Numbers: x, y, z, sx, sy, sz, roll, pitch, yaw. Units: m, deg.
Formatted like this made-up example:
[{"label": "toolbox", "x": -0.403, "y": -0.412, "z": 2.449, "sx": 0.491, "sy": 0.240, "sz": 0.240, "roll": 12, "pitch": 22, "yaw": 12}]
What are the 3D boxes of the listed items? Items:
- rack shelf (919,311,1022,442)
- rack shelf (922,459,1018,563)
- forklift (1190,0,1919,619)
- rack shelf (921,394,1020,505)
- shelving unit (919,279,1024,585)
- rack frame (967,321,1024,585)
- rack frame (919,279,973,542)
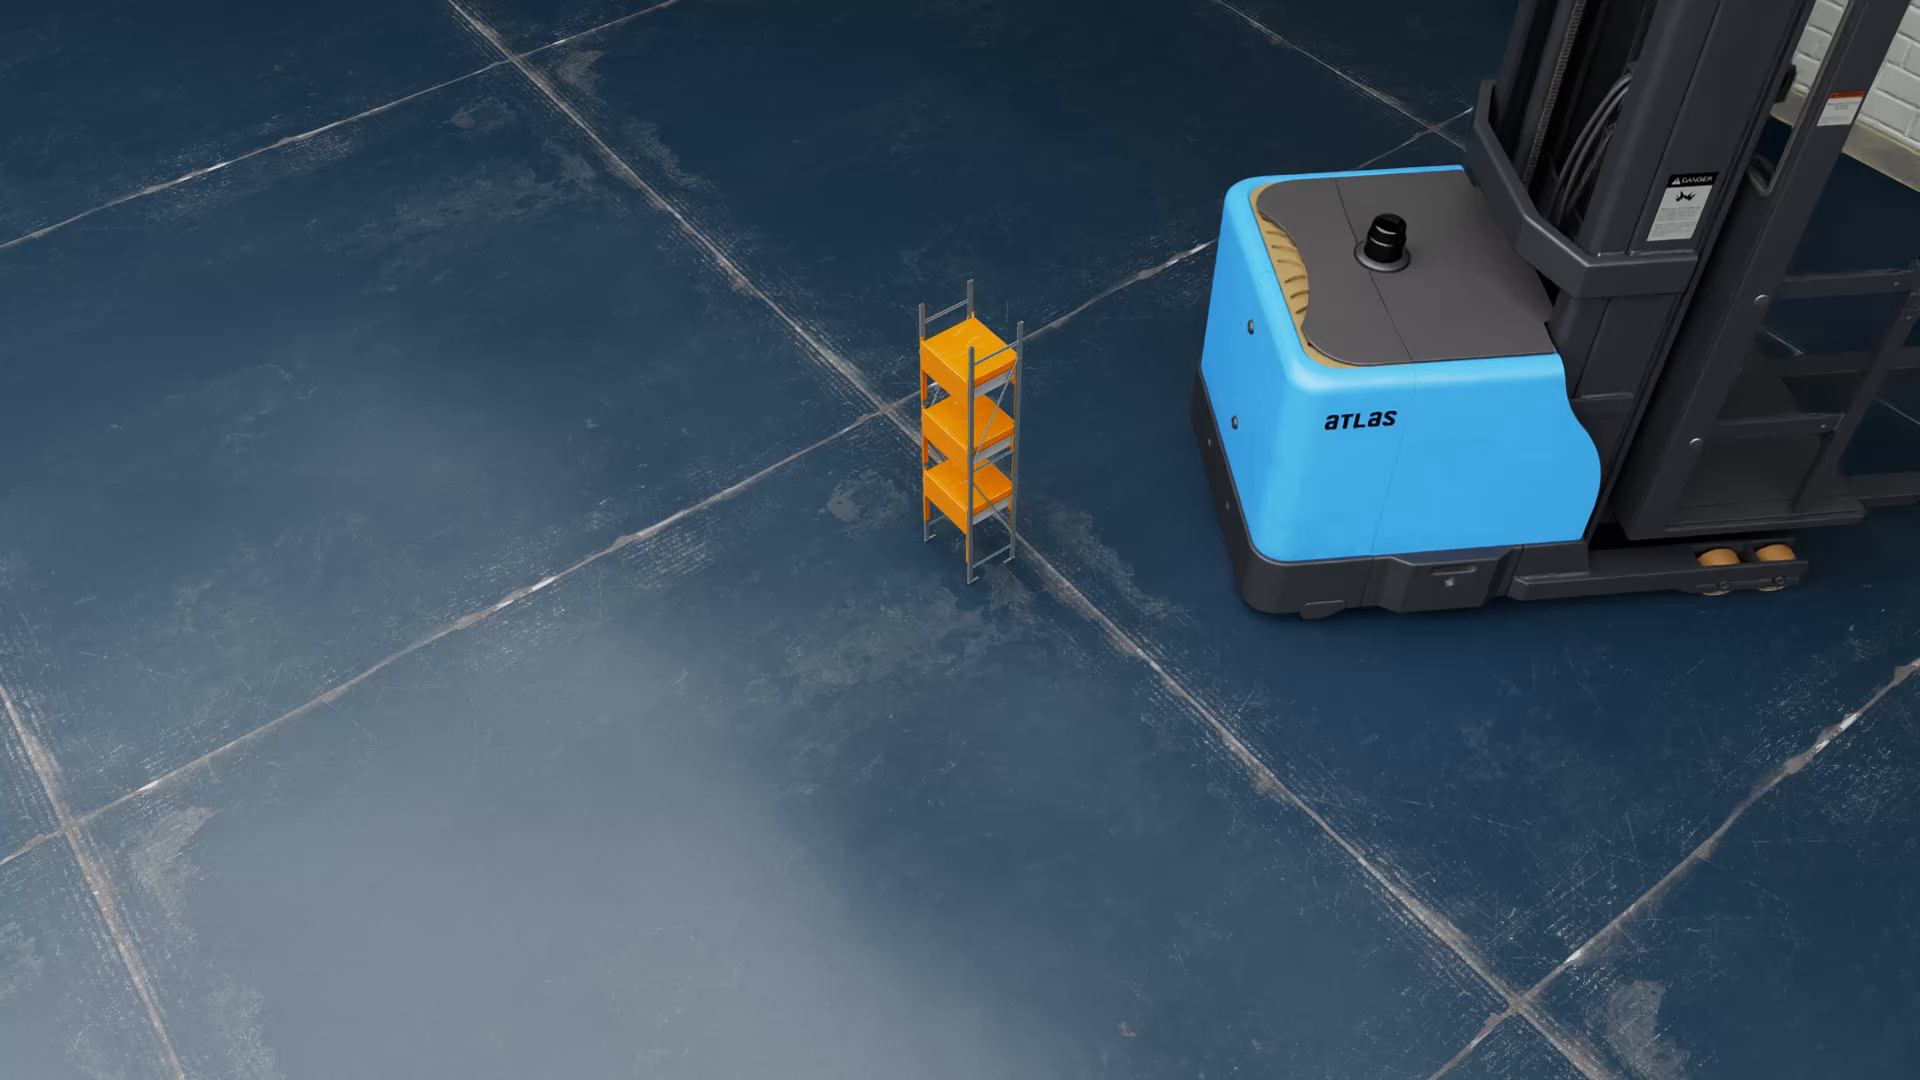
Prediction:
[{"label": "rack shelf", "x": 0.032, "y": -0.505, "z": 5.130, "sx": 0.215, "sy": 0.259, "sz": 0.240, "roll": -29, "pitch": 54, "yaw": -24}, {"label": "rack shelf", "x": 0.032, "y": -0.127, "z": 5.546, "sx": 0.215, "sy": 0.259, "sz": 0.240, "roll": -29, "pitch": 54, "yaw": -24}, {"label": "forklift", "x": 2.390, "y": -1.187, "z": 4.848, "sx": 3.031, "sy": 2.935, "sz": 1.130, "roll": -4, "pitch": 48, "yaw": -4}, {"label": "rack shelf", "x": 0.032, "y": -0.314, "z": 5.340, "sx": 0.215, "sy": 0.259, "sz": 0.240, "roll": -29, "pitch": 54, "yaw": -24}, {"label": "shelving unit", "x": 0.032, "y": -0.321, "z": 5.332, "sx": 0.215, "sy": 1.050, "sz": 0.252, "roll": -29, "pitch": 54, "yaw": -24}, {"label": "rack frame", "x": 0.106, "y": -0.249, "z": 5.267, "sx": 0.200, "sy": 1.050, "sz": 0.008, "roll": -29, "pitch": 54, "yaw": -24}, {"label": "rack frame", "x": -0.041, "y": -0.393, "z": 5.398, "sx": 0.200, "sy": 1.050, "sz": 0.008, "roll": -29, "pitch": 54, "yaw": -24}]
